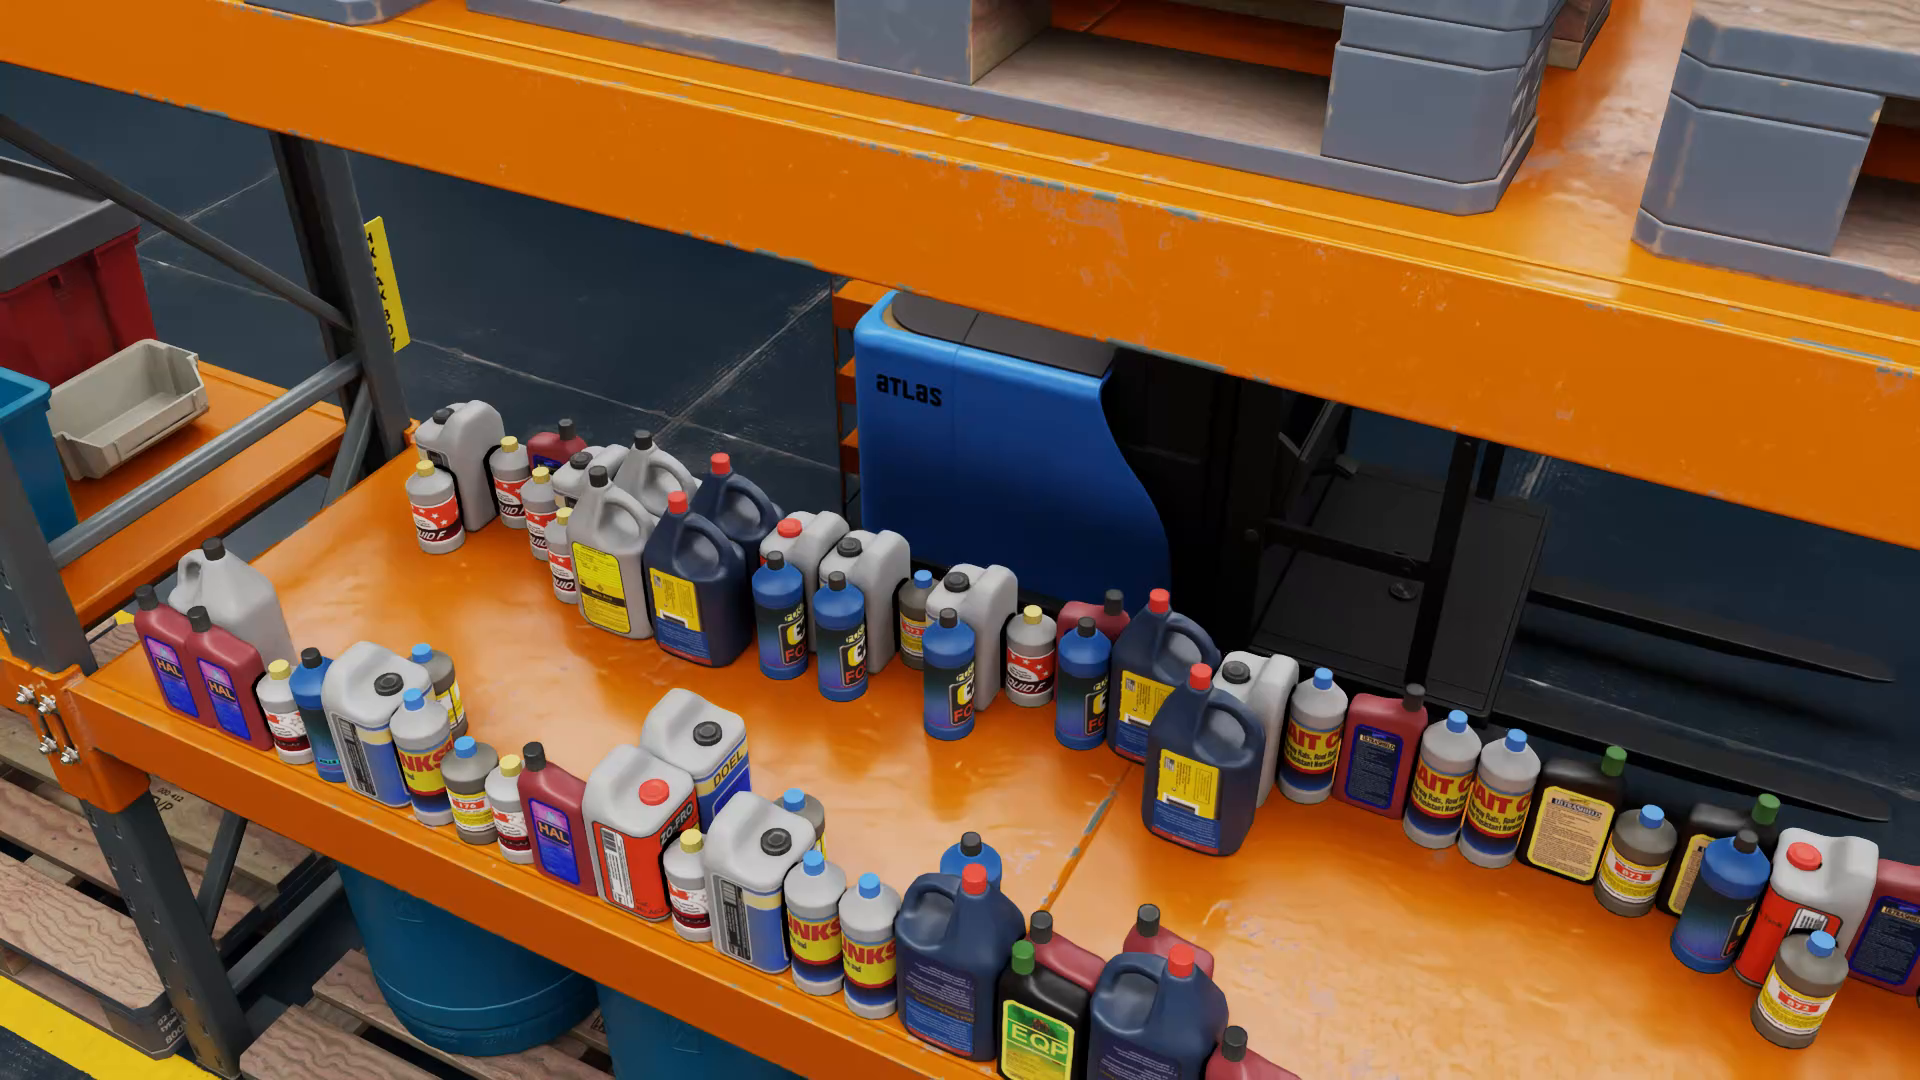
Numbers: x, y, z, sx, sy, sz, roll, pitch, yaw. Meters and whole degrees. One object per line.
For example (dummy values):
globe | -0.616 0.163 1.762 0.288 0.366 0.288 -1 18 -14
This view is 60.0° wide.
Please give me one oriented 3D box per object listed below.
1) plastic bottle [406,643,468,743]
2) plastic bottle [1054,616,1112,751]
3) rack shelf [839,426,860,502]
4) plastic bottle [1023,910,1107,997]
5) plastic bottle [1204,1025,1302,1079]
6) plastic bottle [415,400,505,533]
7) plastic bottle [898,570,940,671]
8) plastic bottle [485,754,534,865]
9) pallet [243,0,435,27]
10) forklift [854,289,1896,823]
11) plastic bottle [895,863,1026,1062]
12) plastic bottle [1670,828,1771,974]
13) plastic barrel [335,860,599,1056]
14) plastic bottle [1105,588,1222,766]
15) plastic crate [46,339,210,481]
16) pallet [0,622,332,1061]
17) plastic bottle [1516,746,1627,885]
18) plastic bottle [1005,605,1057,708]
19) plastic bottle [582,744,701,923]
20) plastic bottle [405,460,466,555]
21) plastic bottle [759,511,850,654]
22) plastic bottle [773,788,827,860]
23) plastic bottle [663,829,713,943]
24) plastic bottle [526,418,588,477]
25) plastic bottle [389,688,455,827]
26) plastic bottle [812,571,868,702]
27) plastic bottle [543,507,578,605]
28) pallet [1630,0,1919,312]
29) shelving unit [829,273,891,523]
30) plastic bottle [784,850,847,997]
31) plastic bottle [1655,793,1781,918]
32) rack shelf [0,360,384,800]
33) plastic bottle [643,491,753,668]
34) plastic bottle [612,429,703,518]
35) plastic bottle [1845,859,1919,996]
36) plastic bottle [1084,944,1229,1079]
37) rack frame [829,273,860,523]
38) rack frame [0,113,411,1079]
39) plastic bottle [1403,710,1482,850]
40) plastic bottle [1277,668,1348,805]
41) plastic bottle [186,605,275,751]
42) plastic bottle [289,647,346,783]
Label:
plastic bottle | -0.975 0.277 3.068 0.097 0.201 0.097 0 37 0
plastic bottle | 0.226 0.254 3.041 0.097 0.271 0.097 0 37 0
rack shelf | -0.254 -0.262 5.704 0.240 0.259 0.215 16 40 20
plastic bottle | 0.150 0.672 2.481 0.133 0.283 0.061 17 41 21
plastic bottle | 0.405 0.793 2.321 0.133 0.283 0.061 17 41 21
plastic bottle | -1.078 -0.179 3.608 0.135 0.276 0.152 17 41 21
plastic bottle | -0.071 0.147 3.239 0.097 0.201 0.097 0 37 0
plastic bottle | -0.752 0.451 2.840 0.097 0.201 0.097 0 37 0
pallet | -0.835 -1.119 2.418 1.003 0.211 1.213 17 41 21
forklift | 1.233 -0.817 4.402 3.031 2.935 1.130 16 40 20
plastic bottle | 0.000 0.611 2.505 0.185 0.351 0.144 17 41 21
plastic bottle | 1.211 0.562 2.635 0.097 0.271 0.097 0 37 0
plastic barrel | -1.101 0.664 3.782 0.708 0.901 0.600 17 41 21
plastic bottle | 0.368 0.241 2.992 0.185 0.351 0.144 17 41 21
plastic crate | -1.924 -0.290 3.819 0.243 0.136 0.396 17 41 21
pallet | -2.247 0.763 4.571 1.213 0.211 1.003 17 41 21
plastic bottle | 1.026 0.446 2.778 0.133 0.283 0.061 17 41 21
plastic bottle | 0.135 0.212 3.154 0.097 0.201 0.097 0 37 0
plastic bottle | -0.518 0.476 2.745 0.135 0.276 0.152 17 41 21
plastic bottle | -1.119 -0.077 3.535 0.097 0.201 0.097 0 37 0
plastic bottle | -0.306 0.063 3.289 0.135 0.276 0.152 17 41 21
plastic bottle | -0.272 0.498 2.778 0.097 0.201 0.097 0 37 0
plastic bottle | -0.428 0.552 2.706 0.097 0.201 0.097 0 37 0
plastic bottle | -0.851 -0.142 3.553 0.133 0.283 0.061 17 41 21
plastic bottle | -0.925 0.369 2.890 0.097 0.271 0.097 0 37 0
plastic bottle | -0.227 0.174 3.146 0.097 0.271 0.097 0 37 0
plastic bottle | -0.794 0.024 3.401 0.097 0.201 0.097 0 37 0
pallet | 1.341 -0.437 1.520 1.213 0.211 1.003 17 41 21
shelving unit | -0.254 -0.492 5.530 0.252 1.050 0.215 16 40 20
plastic bottle | -0.222 0.589 2.600 0.097 0.271 0.097 0 37 0
plastic bottle | 1.231 0.510 2.694 0.133 0.283 0.061 17 41 21
rack shelf | -3.352 -0.434 4.436 4.000 0.370 1.077 17 41 21
plastic bottle | -0.512 0.064 3.226 0.185 0.351 0.144 17 41 21
plastic bottle | -0.610 -0.065 3.396 0.185 0.351 0.144 17 41 21
plastic bottle | 1.469 0.584 2.596 0.133 0.283 0.061 17 41 21
plastic bottle | 0.283 0.699 2.388 0.185 0.351 0.144 17 41 21
rack frame | -0.364 -0.524 5.571 0.008 1.050 0.200 16 40 20
rack frame | -1.576 -0.165 3.486 0.127 3.000 1.000 17 41 21
plastic bottle | 0.829 0.401 2.847 0.097 0.271 0.097 0 37 0
plastic bottle | 0.624 0.337 2.932 0.097 0.271 0.097 0 37 0
plastic bottle | -1.329 0.250 3.036 0.133 0.283 0.061 17 41 21
plastic bottle | -1.131 0.304 2.975 0.097 0.271 0.097 0 37 0
